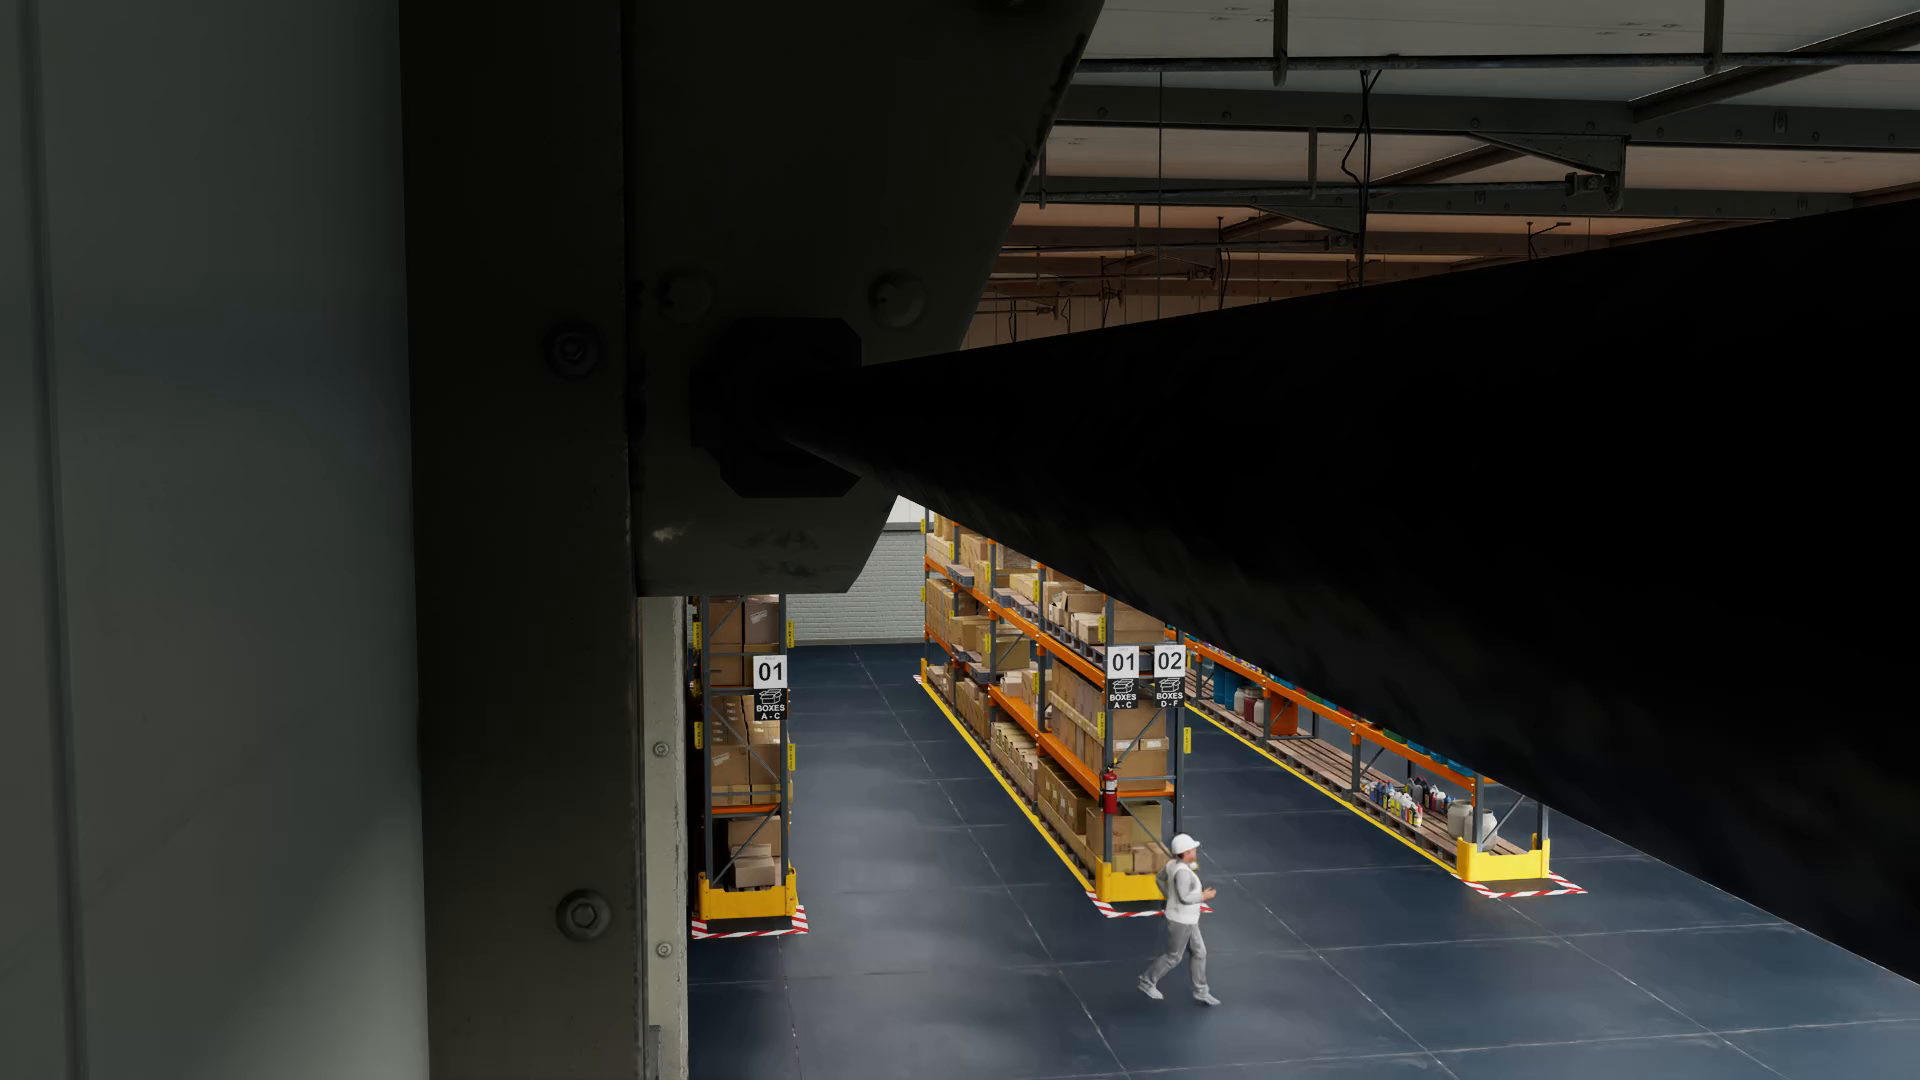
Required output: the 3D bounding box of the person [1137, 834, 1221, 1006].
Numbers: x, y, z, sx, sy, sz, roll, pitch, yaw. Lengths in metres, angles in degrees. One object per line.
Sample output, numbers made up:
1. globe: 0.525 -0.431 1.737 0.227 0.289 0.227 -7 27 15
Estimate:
1. person: 2.271 3.937 17.148 0.858 1.813 0.635 1 5 6
